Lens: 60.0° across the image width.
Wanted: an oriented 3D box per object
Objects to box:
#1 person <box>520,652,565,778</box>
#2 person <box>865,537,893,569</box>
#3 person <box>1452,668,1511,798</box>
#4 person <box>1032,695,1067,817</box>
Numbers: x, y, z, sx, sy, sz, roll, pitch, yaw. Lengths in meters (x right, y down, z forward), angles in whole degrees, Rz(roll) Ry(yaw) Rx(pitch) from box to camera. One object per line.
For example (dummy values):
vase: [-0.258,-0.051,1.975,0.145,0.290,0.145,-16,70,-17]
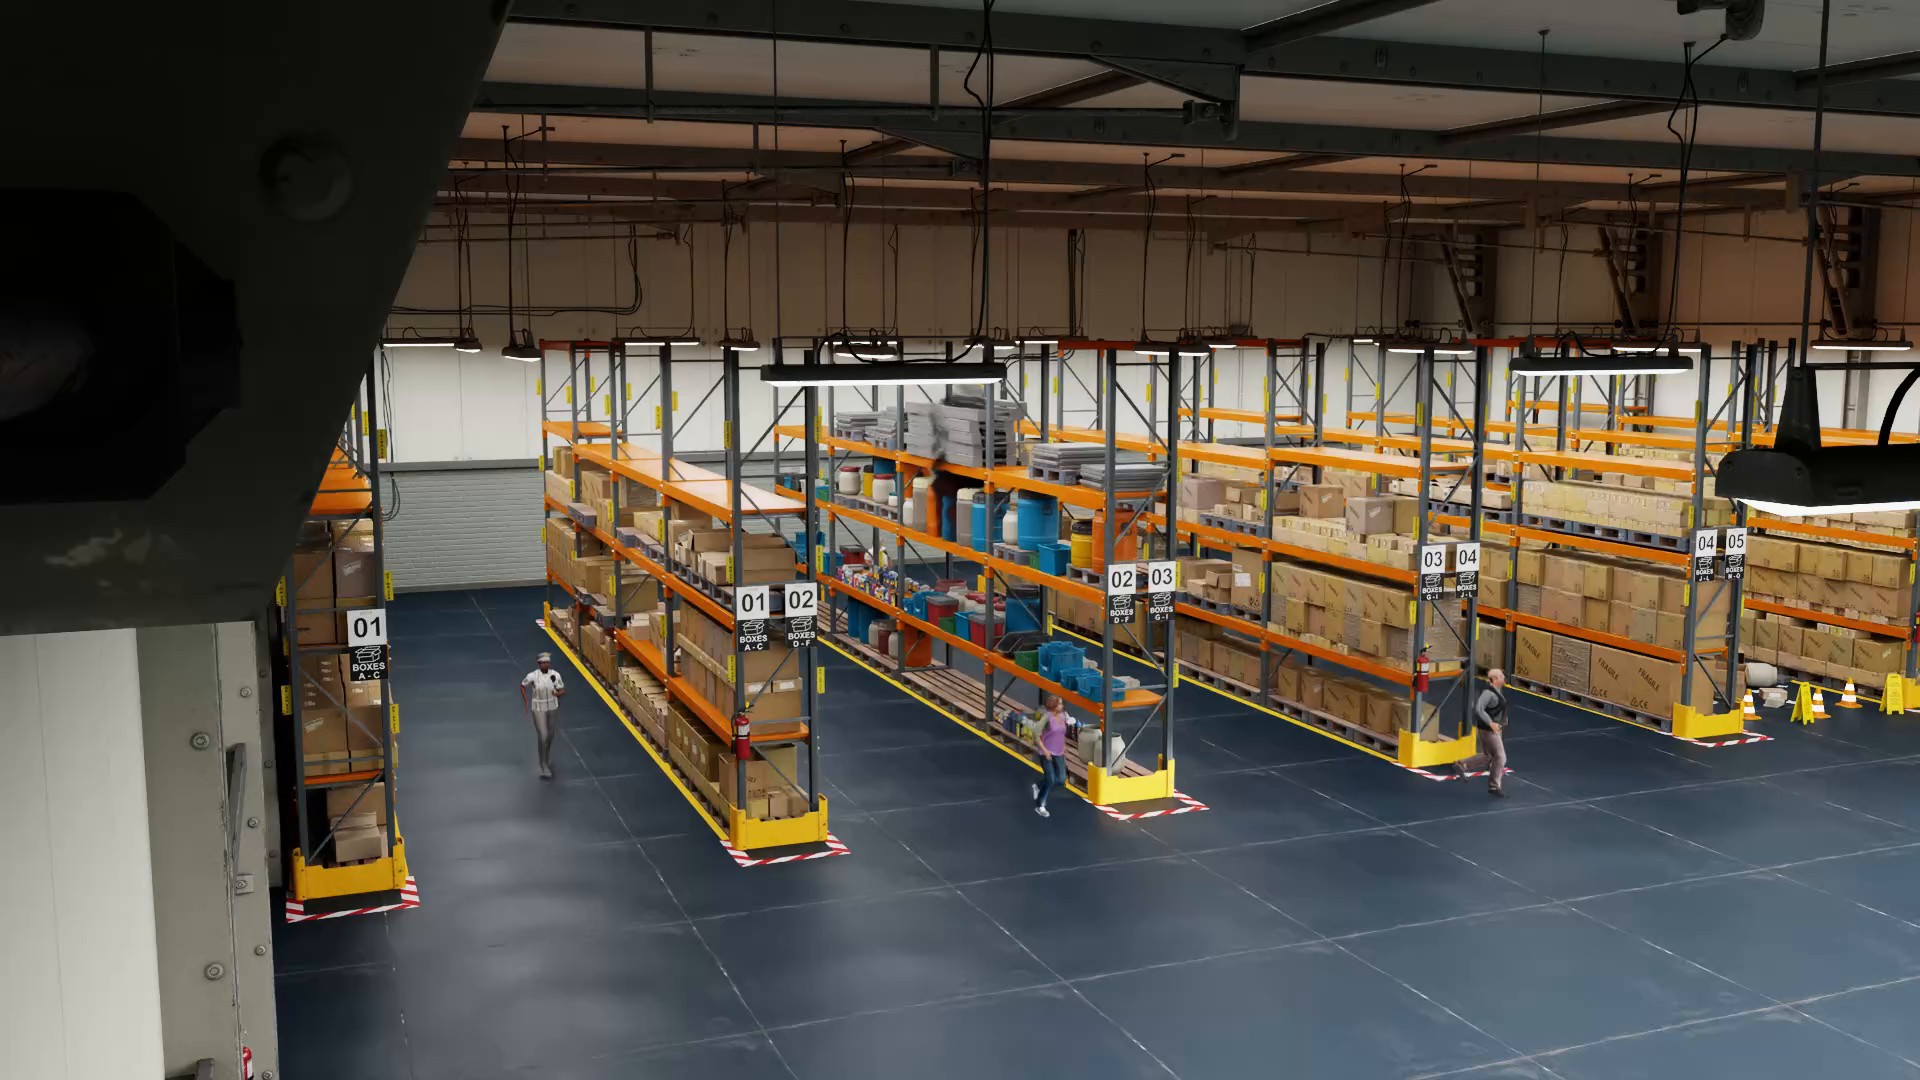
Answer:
person: [-5.881,2.439,23.533,0.549,1.755,0.781,-5,9,-33]
person: [-1.803,0.722,37.138,0.625,1.594,0.592,-7,10,-44]
person: [7.082,2.575,22.479,0.790,1.732,0.670,3,8,24]
person: [1.171,2.794,21.621,0.587,1.528,0.501,-6,10,-41]
